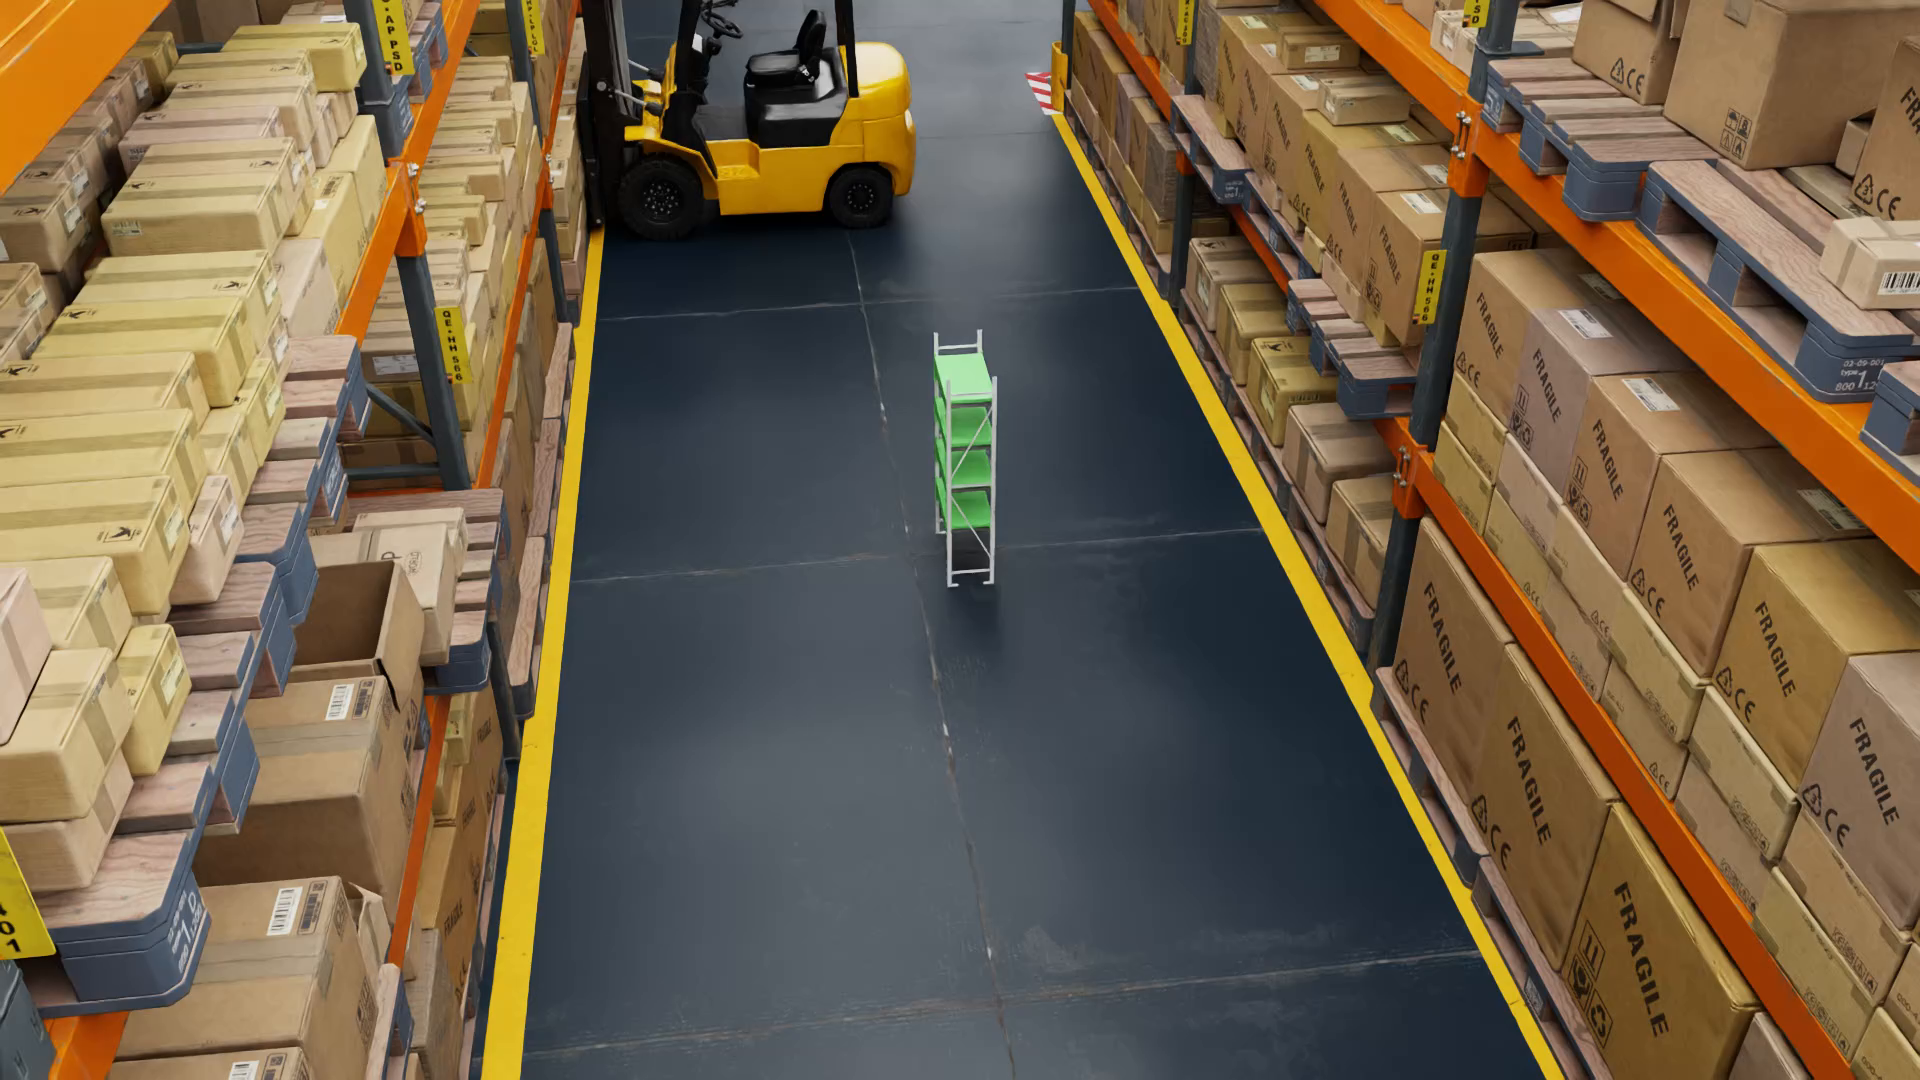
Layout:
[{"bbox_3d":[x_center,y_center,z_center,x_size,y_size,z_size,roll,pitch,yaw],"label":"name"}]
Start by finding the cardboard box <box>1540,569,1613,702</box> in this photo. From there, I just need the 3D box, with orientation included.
[{"bbox_3d":[2.416,0.306,5.899,0.500,0.250,0.500,-3,34,-5],"label":"cardboard box"}]

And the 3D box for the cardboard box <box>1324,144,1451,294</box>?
[{"bbox_3d":[2.031,-1.484,7.667,0.500,0.500,0.500,-5,35,-7],"label":"cardboard box"}]

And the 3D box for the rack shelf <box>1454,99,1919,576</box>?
[{"bbox_3d":[2.717,-0.452,4.854,1.077,0.370,4.000,-4,35,-6],"label":"rack shelf"}]

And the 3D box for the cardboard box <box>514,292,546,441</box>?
[{"bbox_3d":[-2.830,-0.949,9.343,0.875,0.625,0.625,-5,35,-7],"label":"cardboard box"}]

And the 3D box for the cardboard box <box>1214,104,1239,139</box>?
[{"bbox_3d":[1.696,-2.456,9.669,0.380,0.149,0.250,-4,34,-5],"label":"cardboard box"}]

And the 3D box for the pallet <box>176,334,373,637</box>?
[{"bbox_3d":[-2.093,-0.126,3.903,1.213,0.211,1.003,-4,35,-6],"label":"pallet"}]

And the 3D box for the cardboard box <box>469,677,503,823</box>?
[{"bbox_3d":[-2.200,0.831,6.843,0.500,0.500,0.500,-3,34,-5],"label":"cardboard box"}]

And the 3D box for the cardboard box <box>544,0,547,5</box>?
[{"bbox_3d":[-2.883,-3.565,10.781,0.380,0.149,0.250,-5,35,-7],"label":"cardboard box"}]

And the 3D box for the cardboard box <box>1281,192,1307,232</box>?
[{"bbox_3d":[1.884,-1.720,8.589,0.380,0.149,0.250,-5,35,-8],"label":"cardboard box"}]

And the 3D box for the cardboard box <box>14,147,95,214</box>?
[{"bbox_3d":[-2.548,-0.919,4.415,0.380,0.149,0.250,-5,35,-7],"label":"cardboard box"}]

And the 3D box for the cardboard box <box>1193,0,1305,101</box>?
[{"bbox_3d":[1.689,-2.913,9.763,0.500,0.500,0.500,-4,34,-5],"label":"cardboard box"}]

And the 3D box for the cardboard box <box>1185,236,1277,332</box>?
[{"bbox_3d":[1.983,-1.654,10.602,0.950,0.372,0.625,-4,34,-6],"label":"cardboard box"}]

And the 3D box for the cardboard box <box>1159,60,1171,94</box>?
[{"bbox_3d":[1.524,-3.050,10.913,0.380,0.149,0.250,-4,34,-5],"label":"cardboard box"}]

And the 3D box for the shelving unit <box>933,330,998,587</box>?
[{"bbox_3d":[0.022,-0.403,8.405,0.258,1.200,0.503,-4,35,-6],"label":"shelving unit"}]

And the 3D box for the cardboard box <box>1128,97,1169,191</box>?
[{"bbox_3d":[1.494,-2.799,11.725,0.500,0.500,0.500,-4,34,-6],"label":"cardboard box"}]

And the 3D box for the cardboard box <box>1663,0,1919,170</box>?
[{"bbox_3d":[2.769,-1.543,5.353,0.700,0.500,0.500,-6,35,-9],"label":"cardboard box"}]

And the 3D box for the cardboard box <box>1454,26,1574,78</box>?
[{"bbox_3d":[2.198,-1.922,6.595,0.380,0.149,0.250,-4,35,-6],"label":"cardboard box"}]

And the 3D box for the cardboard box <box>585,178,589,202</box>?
[{"bbox_3d":[-2.962,-2.665,12.195,0.500,0.250,0.500,-3,34,-5],"label":"cardboard box"}]

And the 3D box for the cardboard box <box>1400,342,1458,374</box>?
[{"bbox_3d":[2.171,-0.861,7.329,0.380,0.149,0.250,-3,34,-5],"label":"cardboard box"}]

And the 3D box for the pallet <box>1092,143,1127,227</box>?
[{"bbox_3d":[1.617,-2.760,12.742,1.003,0.211,1.213,-4,35,-6],"label":"pallet"}]

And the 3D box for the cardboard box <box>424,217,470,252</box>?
[{"bbox_3d":[-2.429,-1.331,7.503,0.380,0.149,0.250,-4,34,-6],"label":"cardboard box"}]

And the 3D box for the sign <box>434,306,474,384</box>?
[{"bbox_3d":[-1.934,-0.740,6.344,0.100,0.325,0.005,-4,35,-6],"label":"sign"}]

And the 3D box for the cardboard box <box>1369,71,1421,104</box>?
[{"bbox_3d":[2.402,-2.098,8.568,0.500,0.500,0.500,-6,35,-8],"label":"cardboard box"}]

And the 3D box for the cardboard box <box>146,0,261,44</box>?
[{"bbox_3d":[-2.822,-2.025,6.195,0.500,0.250,0.500,-4,35,-6],"label":"cardboard box"}]

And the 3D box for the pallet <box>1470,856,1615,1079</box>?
[{"bbox_3d":[2.640,1.651,6.269,1.003,0.211,1.213,-4,35,-6],"label":"pallet"}]

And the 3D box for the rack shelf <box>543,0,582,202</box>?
[{"bbox_3d":[-3.277,-3.299,11.695,1.077,0.370,4.000,-4,35,-6],"label":"rack shelf"}]

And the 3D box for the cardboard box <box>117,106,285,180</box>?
[{"bbox_3d":[-2.122,-1.100,4.680,0.380,0.149,0.250,-5,35,-7],"label":"cardboard box"}]

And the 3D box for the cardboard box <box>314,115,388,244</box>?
[{"bbox_3d":[-2.161,-1.158,5.384,0.500,0.250,0.500,-5,35,-8],"label":"cardboard box"}]

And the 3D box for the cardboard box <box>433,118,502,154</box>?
[{"bbox_3d":[-2.569,-2.045,8.551,0.380,0.149,0.250,-5,35,-8],"label":"cardboard box"}]

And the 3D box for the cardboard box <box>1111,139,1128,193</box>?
[{"bbox_3d":[1.419,-2.786,12.372,0.500,0.250,0.500,-4,34,-6],"label":"cardboard box"}]

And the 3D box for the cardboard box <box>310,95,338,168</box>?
[{"bbox_3d":[-2.168,-1.265,5.187,0.380,0.149,0.250,-5,35,-7],"label":"cardboard box"}]

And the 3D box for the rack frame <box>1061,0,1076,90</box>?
[{"bbox_3d":[1.372,-5.091,13.685,1.000,3.000,0.127,-4,35,-6],"label":"rack frame"}]

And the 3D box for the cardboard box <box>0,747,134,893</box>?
[{"bbox_3d":[-1.578,0.436,2.672,0.380,0.149,0.250,-4,34,-6],"label":"cardboard box"}]

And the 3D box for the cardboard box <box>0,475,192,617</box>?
[{"bbox_3d":[-1.636,0.022,3.016,0.380,0.149,0.250,-5,35,-7],"label":"cardboard box"}]

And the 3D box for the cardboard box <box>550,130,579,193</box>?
[{"bbox_3d":[-2.821,-2.511,11.080,0.500,0.250,0.500,-4,35,-6],"label":"cardboard box"}]

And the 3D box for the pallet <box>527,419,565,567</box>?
[{"bbox_3d":[-2.703,-0.238,9.040,1.003,0.211,1.213,-4,35,-6],"label":"pallet"}]

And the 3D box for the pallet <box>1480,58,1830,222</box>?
[{"bbox_3d":[2.587,-1.432,5.821,1.213,0.211,1.003,-3,34,-4],"label":"pallet"}]

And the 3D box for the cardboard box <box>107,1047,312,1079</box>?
[{"bbox_3d":[-1.776,1.482,3.578,0.700,0.500,0.500,-4,34,-5],"label":"cardboard box"}]

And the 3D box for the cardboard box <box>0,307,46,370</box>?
[{"bbox_3d":[-2.211,-0.373,3.596,0.380,0.149,0.250,-4,34,-6],"label":"cardboard box"}]

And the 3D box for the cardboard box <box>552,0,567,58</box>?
[{"bbox_3d":[-3.011,-3.643,11.472,0.500,0.500,0.500,-4,34,-6],"label":"cardboard box"}]

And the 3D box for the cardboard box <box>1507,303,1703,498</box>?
[{"bbox_3d":[2.348,-0.511,5.988,0.500,0.500,0.500,-4,35,-6],"label":"cardboard box"}]

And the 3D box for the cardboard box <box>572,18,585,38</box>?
[{"bbox_3d":[-3.175,-3.930,13.162,0.500,0.250,0.500,-3,34,-5],"label":"cardboard box"}]

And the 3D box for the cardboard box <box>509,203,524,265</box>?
[{"bbox_3d":[-2.572,-1.597,8.692,0.500,0.250,0.500,-4,34,-6],"label":"cardboard box"}]

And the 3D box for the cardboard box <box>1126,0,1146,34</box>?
[{"bbox_3d":[1.454,-3.828,11.479,0.500,0.500,0.500,-3,34,-5],"label":"cardboard box"}]

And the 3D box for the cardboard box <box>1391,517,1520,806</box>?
[{"bbox_3d":[2.459,0.470,7.039,0.875,0.875,0.875,-5,35,-7],"label":"cardboard box"}]

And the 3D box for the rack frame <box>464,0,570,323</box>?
[{"bbox_3d":[-3.008,-2.480,9.855,1.000,3.000,0.127,-4,35,-6],"label":"rack frame"}]

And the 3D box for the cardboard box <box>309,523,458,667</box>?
[{"bbox_3d":[-2.007,0.204,5.675,0.500,0.250,0.500,-6,35,-9],"label":"cardboard box"}]

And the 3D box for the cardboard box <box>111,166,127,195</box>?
[{"bbox_3d":[-2.634,-1.080,4.916,0.380,0.149,0.250,-4,34,-5],"label":"cardboard box"}]

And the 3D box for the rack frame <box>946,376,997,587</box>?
[{"bbox_3d":[0.055,-0.267,8.205,0.240,1.200,0.015,-4,35,-6],"label":"rack frame"}]

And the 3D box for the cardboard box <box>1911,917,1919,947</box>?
[{"bbox_3d":[2.677,0.921,3.887,0.500,0.500,0.500,-3,34,-5],"label":"cardboard box"}]

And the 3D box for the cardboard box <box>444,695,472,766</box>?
[{"bbox_3d":[-2.085,0.750,6.386,0.380,0.149,0.250,-6,35,-9],"label":"cardboard box"}]

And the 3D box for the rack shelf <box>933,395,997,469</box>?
[{"bbox_3d":[0.022,-0.549,8.306,0.258,0.148,0.480,-4,35,-6],"label":"rack shelf"}]

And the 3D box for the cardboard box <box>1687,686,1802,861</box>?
[{"bbox_3d":[2.536,0.667,4.926,0.500,0.250,0.500,-4,34,-5],"label":"cardboard box"}]

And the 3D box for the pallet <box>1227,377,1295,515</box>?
[{"bbox_3d":[2.184,-0.589,9.556,1.003,0.211,1.213,-4,35,-6],"label":"pallet"}]

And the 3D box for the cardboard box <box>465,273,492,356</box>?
[{"bbox_3d":[-2.354,-0.938,7.281,0.500,0.250,0.500,-3,34,-5],"label":"cardboard box"}]

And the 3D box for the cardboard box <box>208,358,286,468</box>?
[{"bbox_3d":[-1.743,-0.276,3.717,0.380,0.149,0.250,-4,34,-5],"label":"cardboard box"}]

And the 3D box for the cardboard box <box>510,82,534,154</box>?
[{"bbox_3d":[-2.689,-2.370,9.382,0.500,0.250,0.500,-5,35,-7],"label":"cardboard box"}]
